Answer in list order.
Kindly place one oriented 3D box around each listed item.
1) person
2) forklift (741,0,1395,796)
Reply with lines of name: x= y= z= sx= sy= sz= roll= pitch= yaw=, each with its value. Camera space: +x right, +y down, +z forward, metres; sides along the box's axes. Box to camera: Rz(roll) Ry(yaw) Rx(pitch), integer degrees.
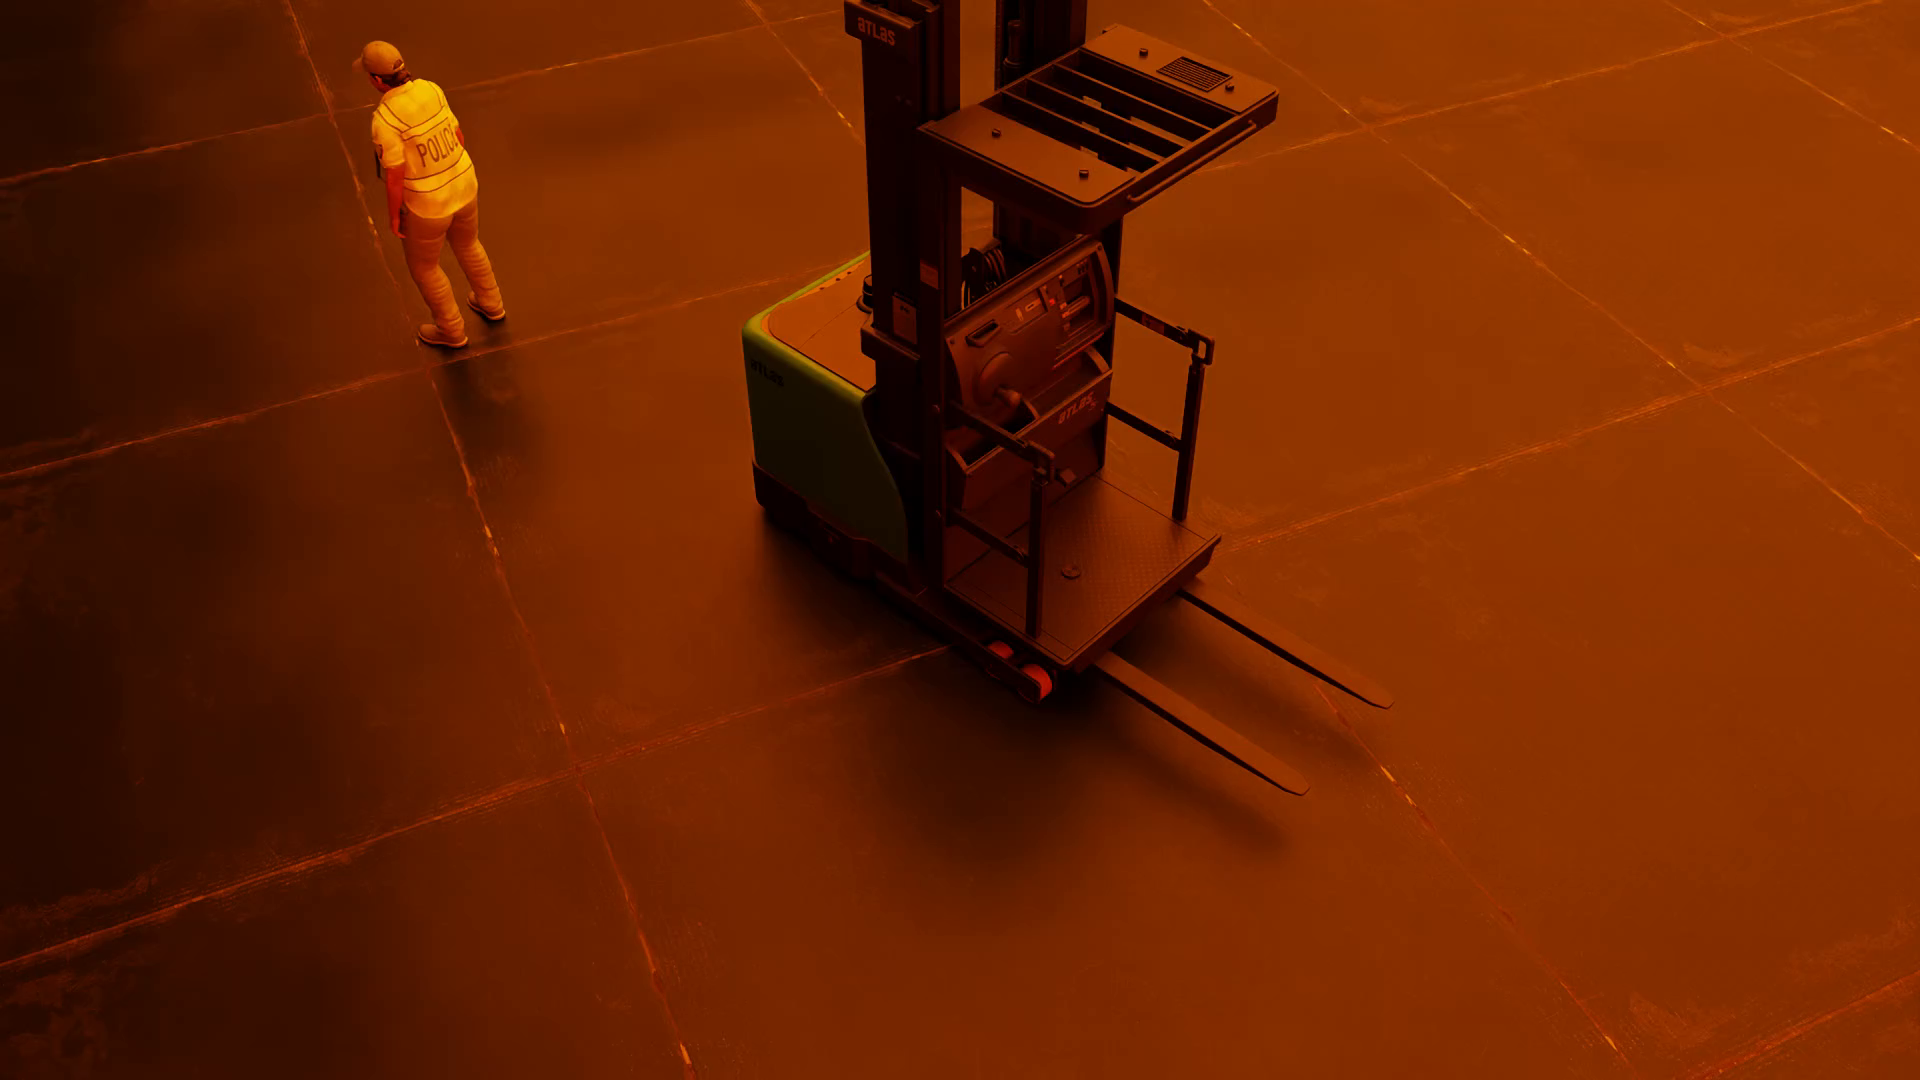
person: x=-2.709 y=-1.764 z=8.499 sx=0.465 sy=1.667 sz=0.565 roll=22 pitch=47 yaw=22
forklift: x=0.445 y=-0.788 z=6.525 sx=3.031 sy=2.935 sz=1.130 roll=32 pitch=52 yaw=30
